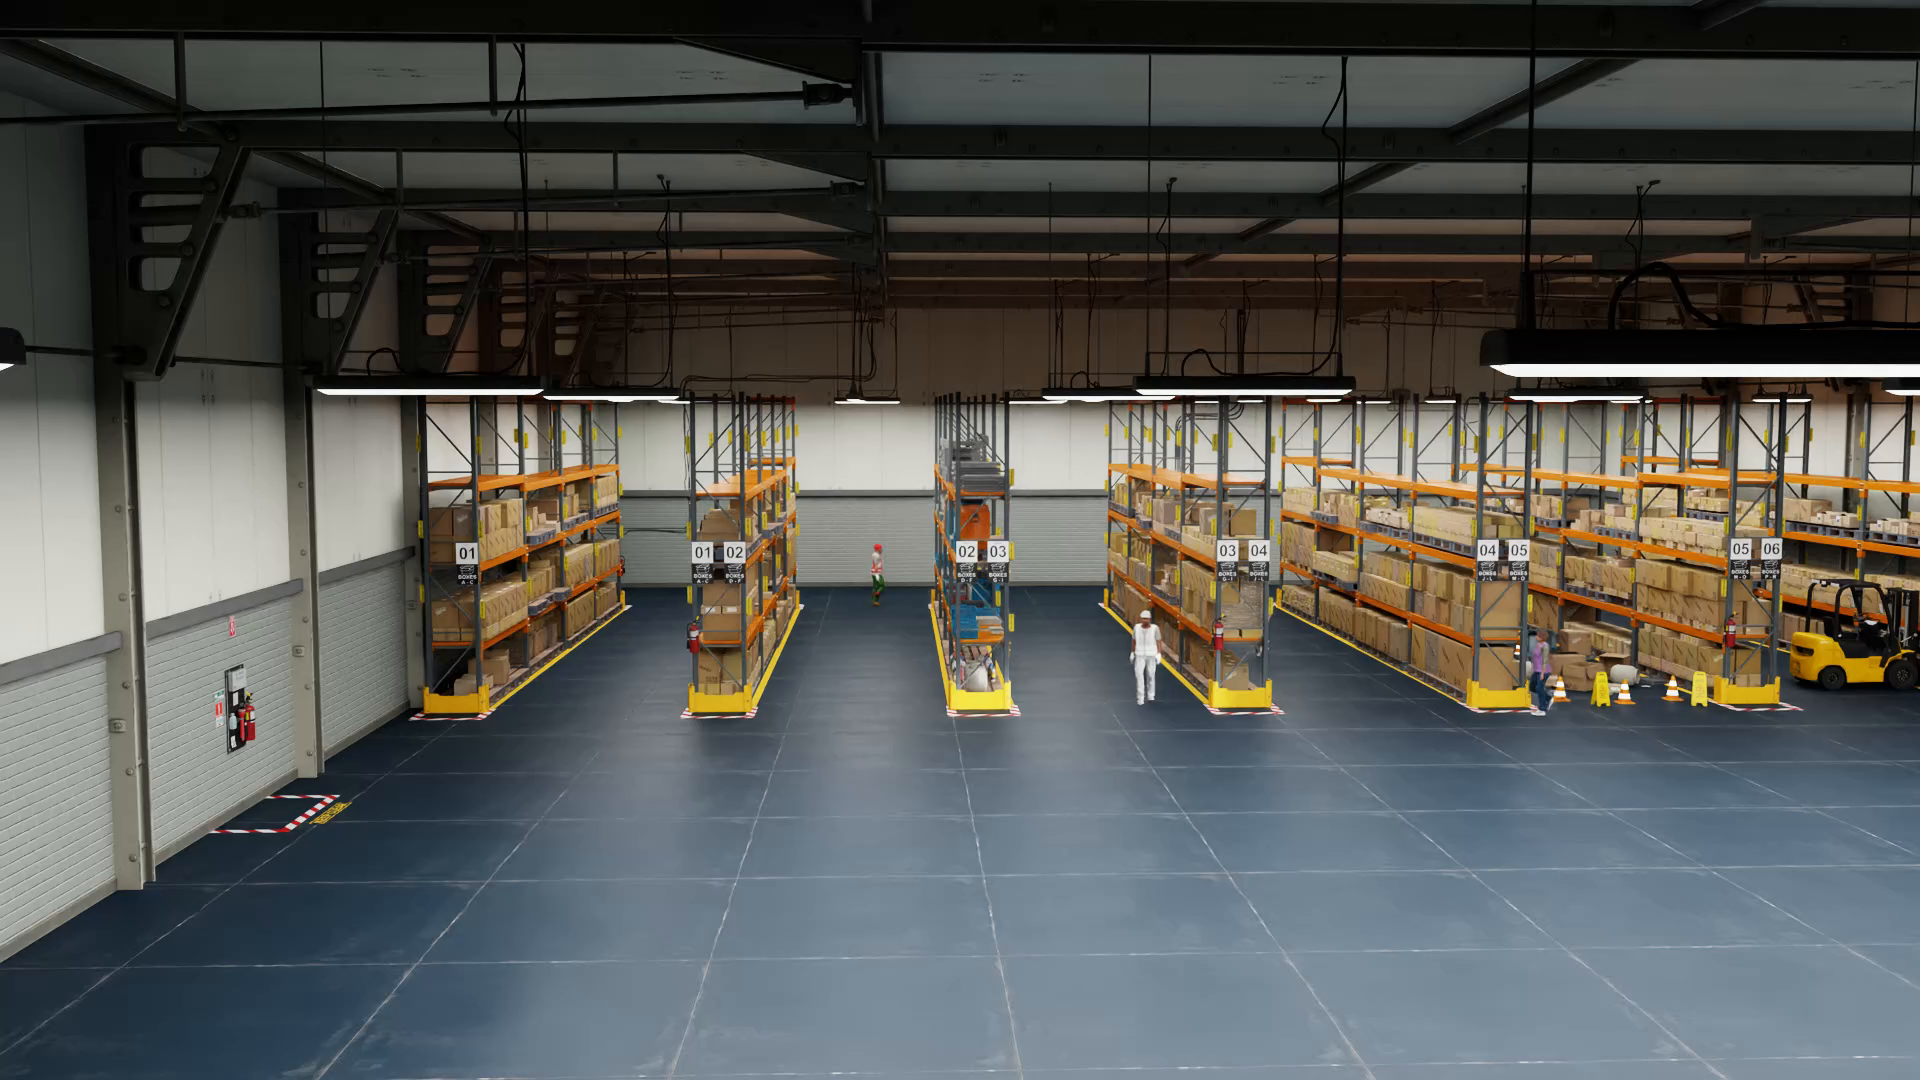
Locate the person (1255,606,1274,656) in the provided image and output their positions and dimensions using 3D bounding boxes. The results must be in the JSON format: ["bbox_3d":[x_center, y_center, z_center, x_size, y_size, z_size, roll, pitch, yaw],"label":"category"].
[{"bbox_3d":[6.864,1.888,38.062,0.593,1.582,0.683,1,5,8],"label":"person"}]

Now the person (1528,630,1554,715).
[{"bbox_3d":[10.806,2.445,30.759,0.477,1.588,0.427,0,5,-6],"label":"person"}]

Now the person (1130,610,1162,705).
[{"bbox_3d":[3.596,2.268,32.208,0.628,1.822,0.585,1,5,16],"label":"person"}]

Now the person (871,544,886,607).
[{"bbox_3d":[-2.368,1.004,47.757,0.400,1.786,0.595,-1,5,-12],"label":"person"}]
